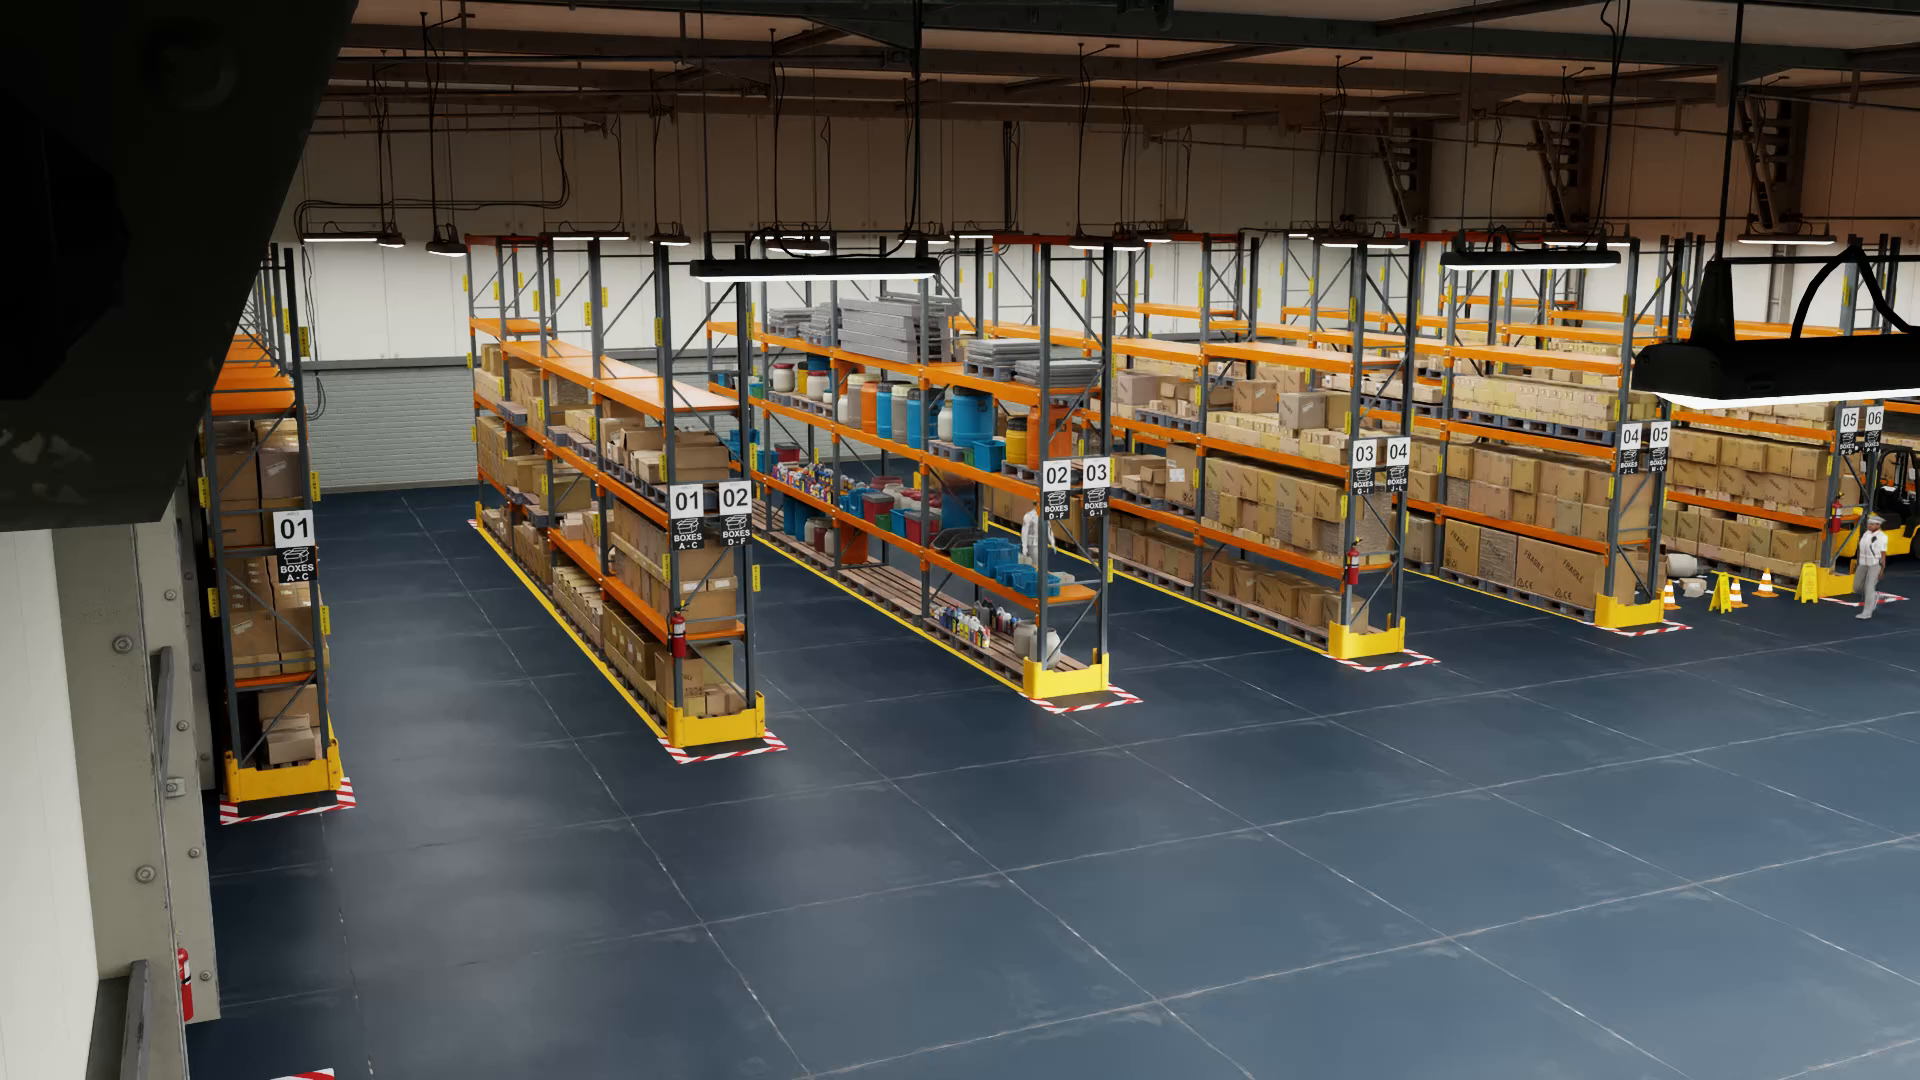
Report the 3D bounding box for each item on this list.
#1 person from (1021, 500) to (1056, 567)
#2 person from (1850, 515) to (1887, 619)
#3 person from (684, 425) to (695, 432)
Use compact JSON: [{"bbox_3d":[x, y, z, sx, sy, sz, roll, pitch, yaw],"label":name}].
[{"bbox_3d":[1.253,0.152,26.561,0.542,1.756,0.465,-7,13,-33],"label":"person"},{"bbox_3d":[14.552,0.408,26.528,0.552,1.669,0.458,-5,12,-24],"label":"person"},{"bbox_3d":[-6.211,-1.857,38.344,0.481,1.614,1.036,1,11,7],"label":"person"}]
